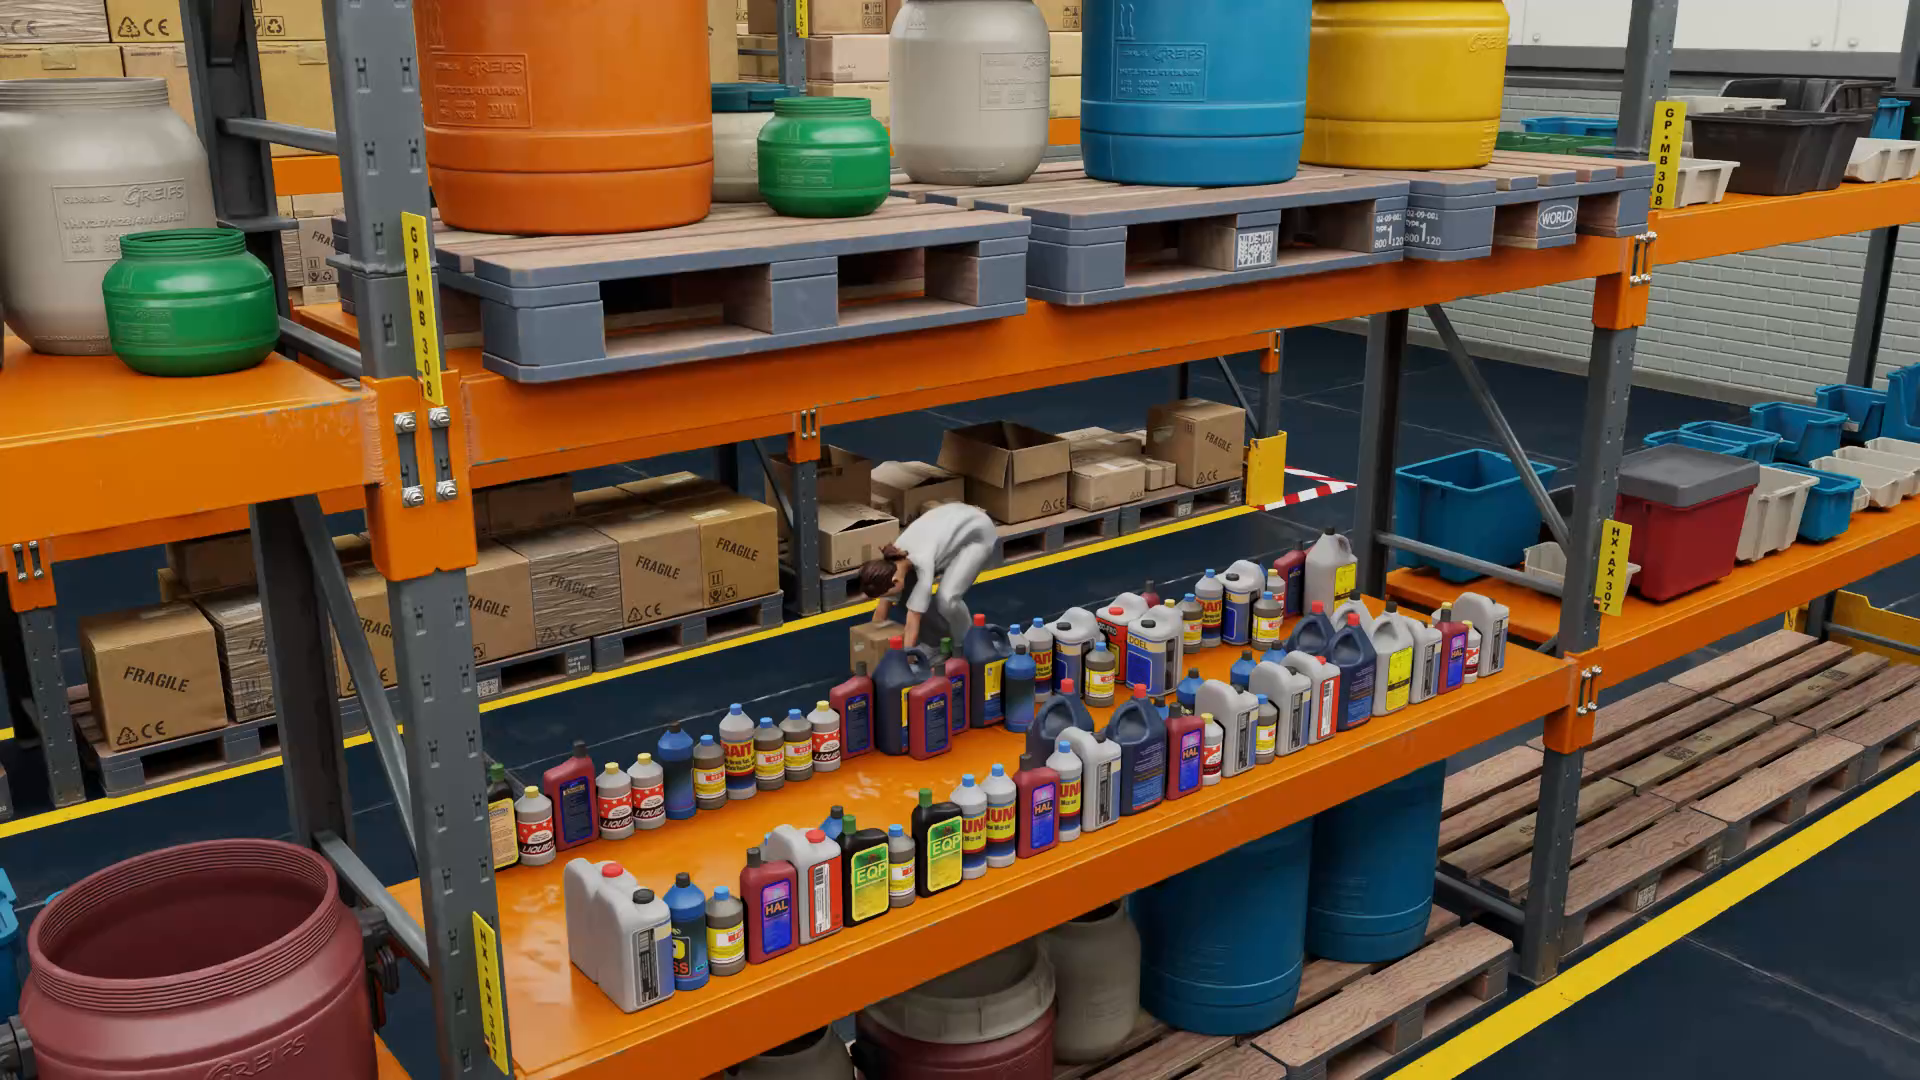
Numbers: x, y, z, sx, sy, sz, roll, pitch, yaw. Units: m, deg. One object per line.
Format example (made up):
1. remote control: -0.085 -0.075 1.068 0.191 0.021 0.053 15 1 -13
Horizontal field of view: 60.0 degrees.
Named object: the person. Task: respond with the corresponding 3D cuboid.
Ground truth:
1. person: -0.173 0.281 9.000 0.850 0.866 0.467 -15 23 -39
